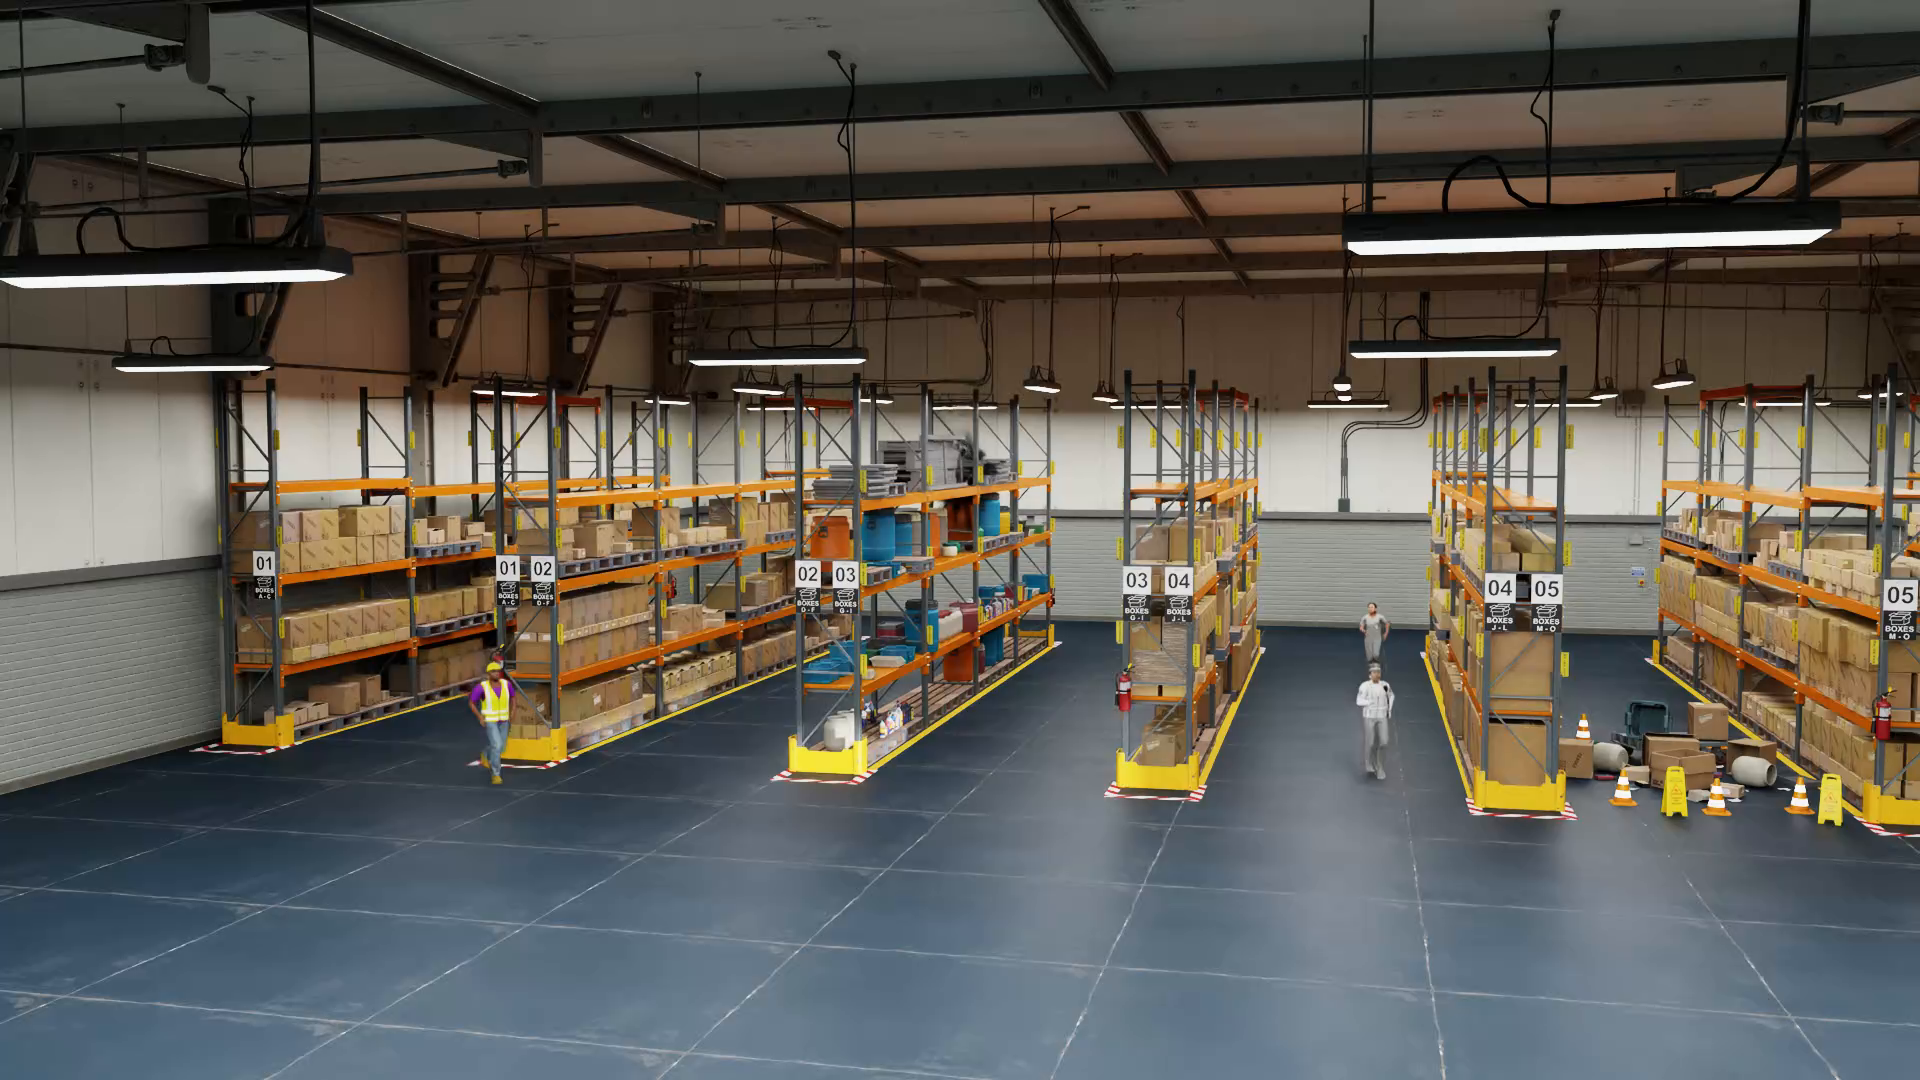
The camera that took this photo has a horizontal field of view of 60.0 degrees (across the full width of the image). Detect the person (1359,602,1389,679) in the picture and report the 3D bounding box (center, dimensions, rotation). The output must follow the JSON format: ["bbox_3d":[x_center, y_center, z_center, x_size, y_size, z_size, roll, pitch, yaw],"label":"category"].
[{"bbox_3d":[8.563,2.124,34.430,0.571,1.675,0.709,1,4,22],"label":"person"}]

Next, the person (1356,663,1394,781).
[{"bbox_3d":[6.169,2.682,24.649,0.592,1.745,0.684,0,3,5],"label":"person"}]

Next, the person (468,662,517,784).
[{"bbox_3d":[-6.878,2.667,24.505,0.715,1.765,0.750,-3,5,-41],"label":"person"}]
